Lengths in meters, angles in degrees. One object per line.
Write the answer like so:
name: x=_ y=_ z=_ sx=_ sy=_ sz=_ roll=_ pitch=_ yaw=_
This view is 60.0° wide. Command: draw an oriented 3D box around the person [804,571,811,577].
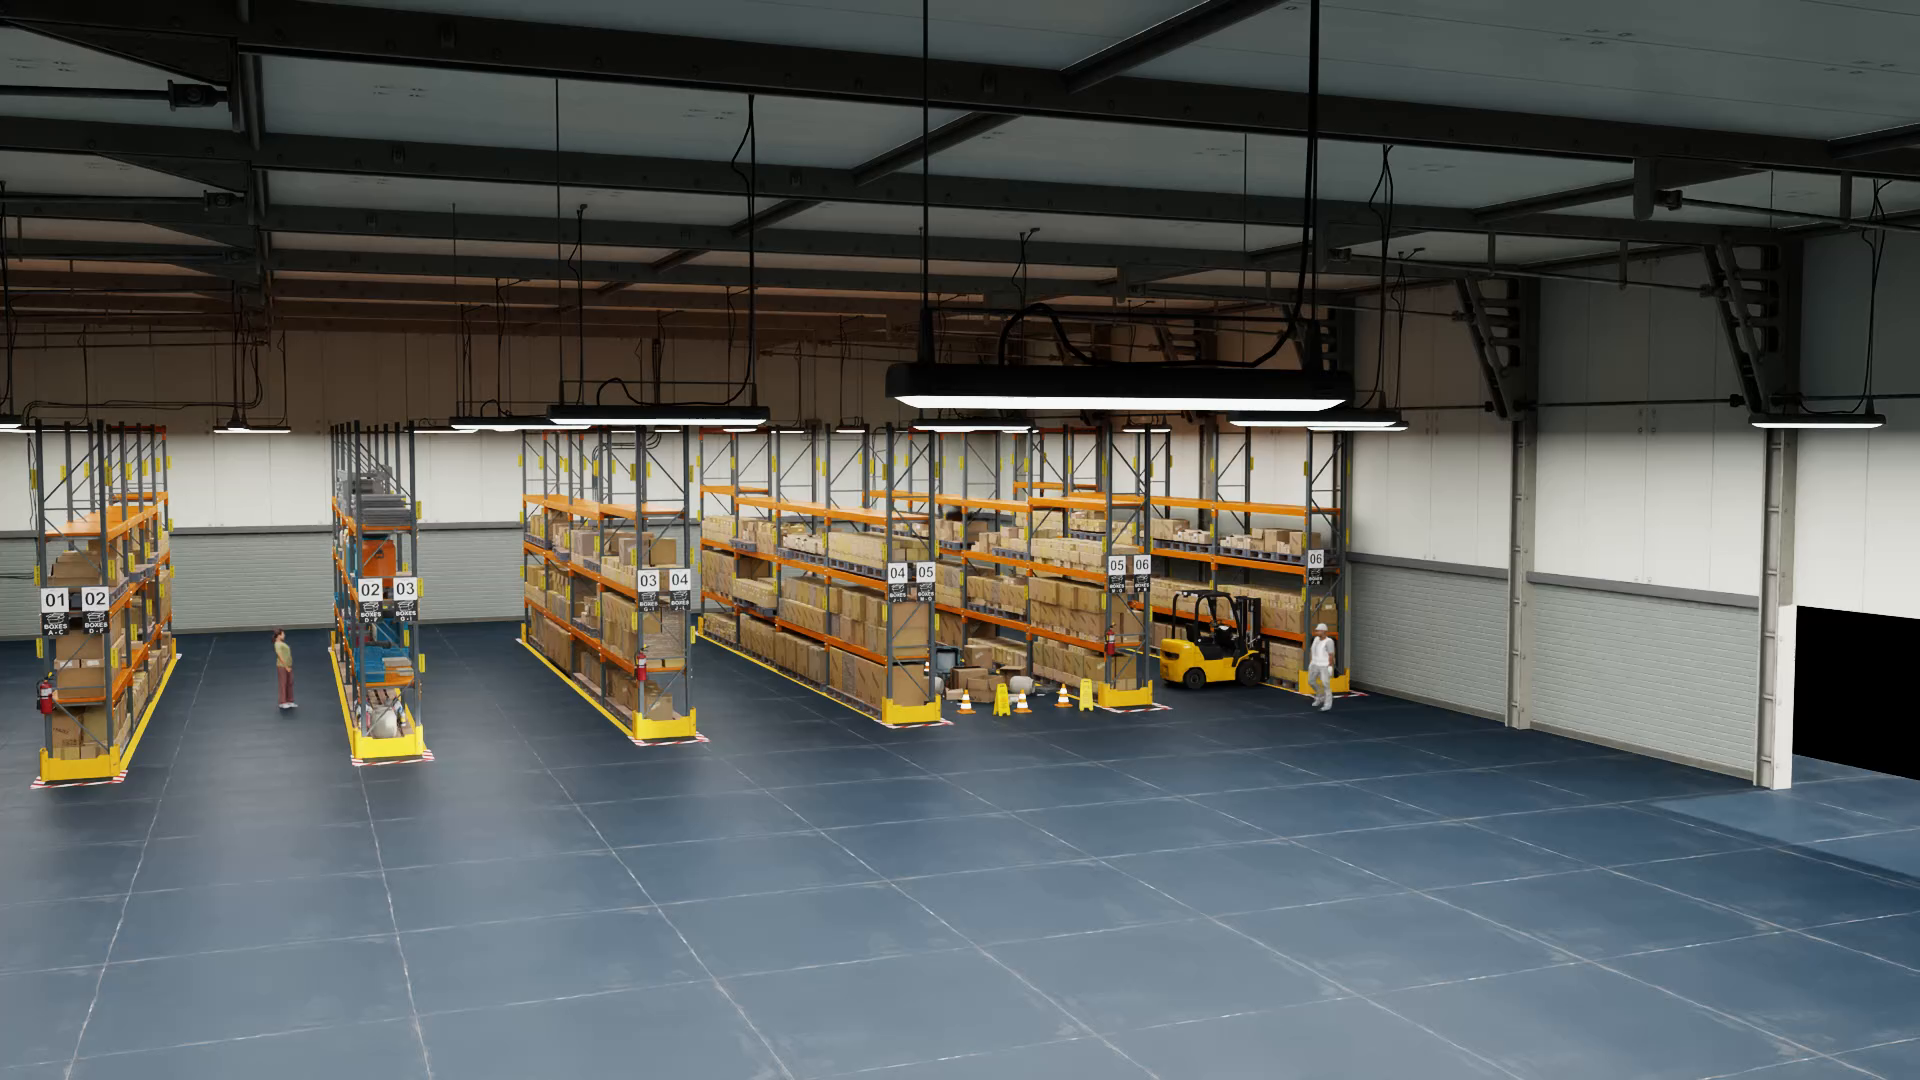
person: x=-4.501 y=1.823 z=48.559 sx=0.614 sy=1.825 sz=0.437 roll=3 pitch=4 yaw=37

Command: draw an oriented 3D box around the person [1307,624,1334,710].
person: x=7.574 y=2.637 z=34.814 sx=0.456 sy=1.791 sz=0.596 roll=-2 pitch=4 yaw=-32

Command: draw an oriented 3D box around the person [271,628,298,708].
person: x=-14.242 y=2.709 z=35.071 sx=0.491 sy=1.703 sz=0.521 roll=1 pitch=4 yaw=9
